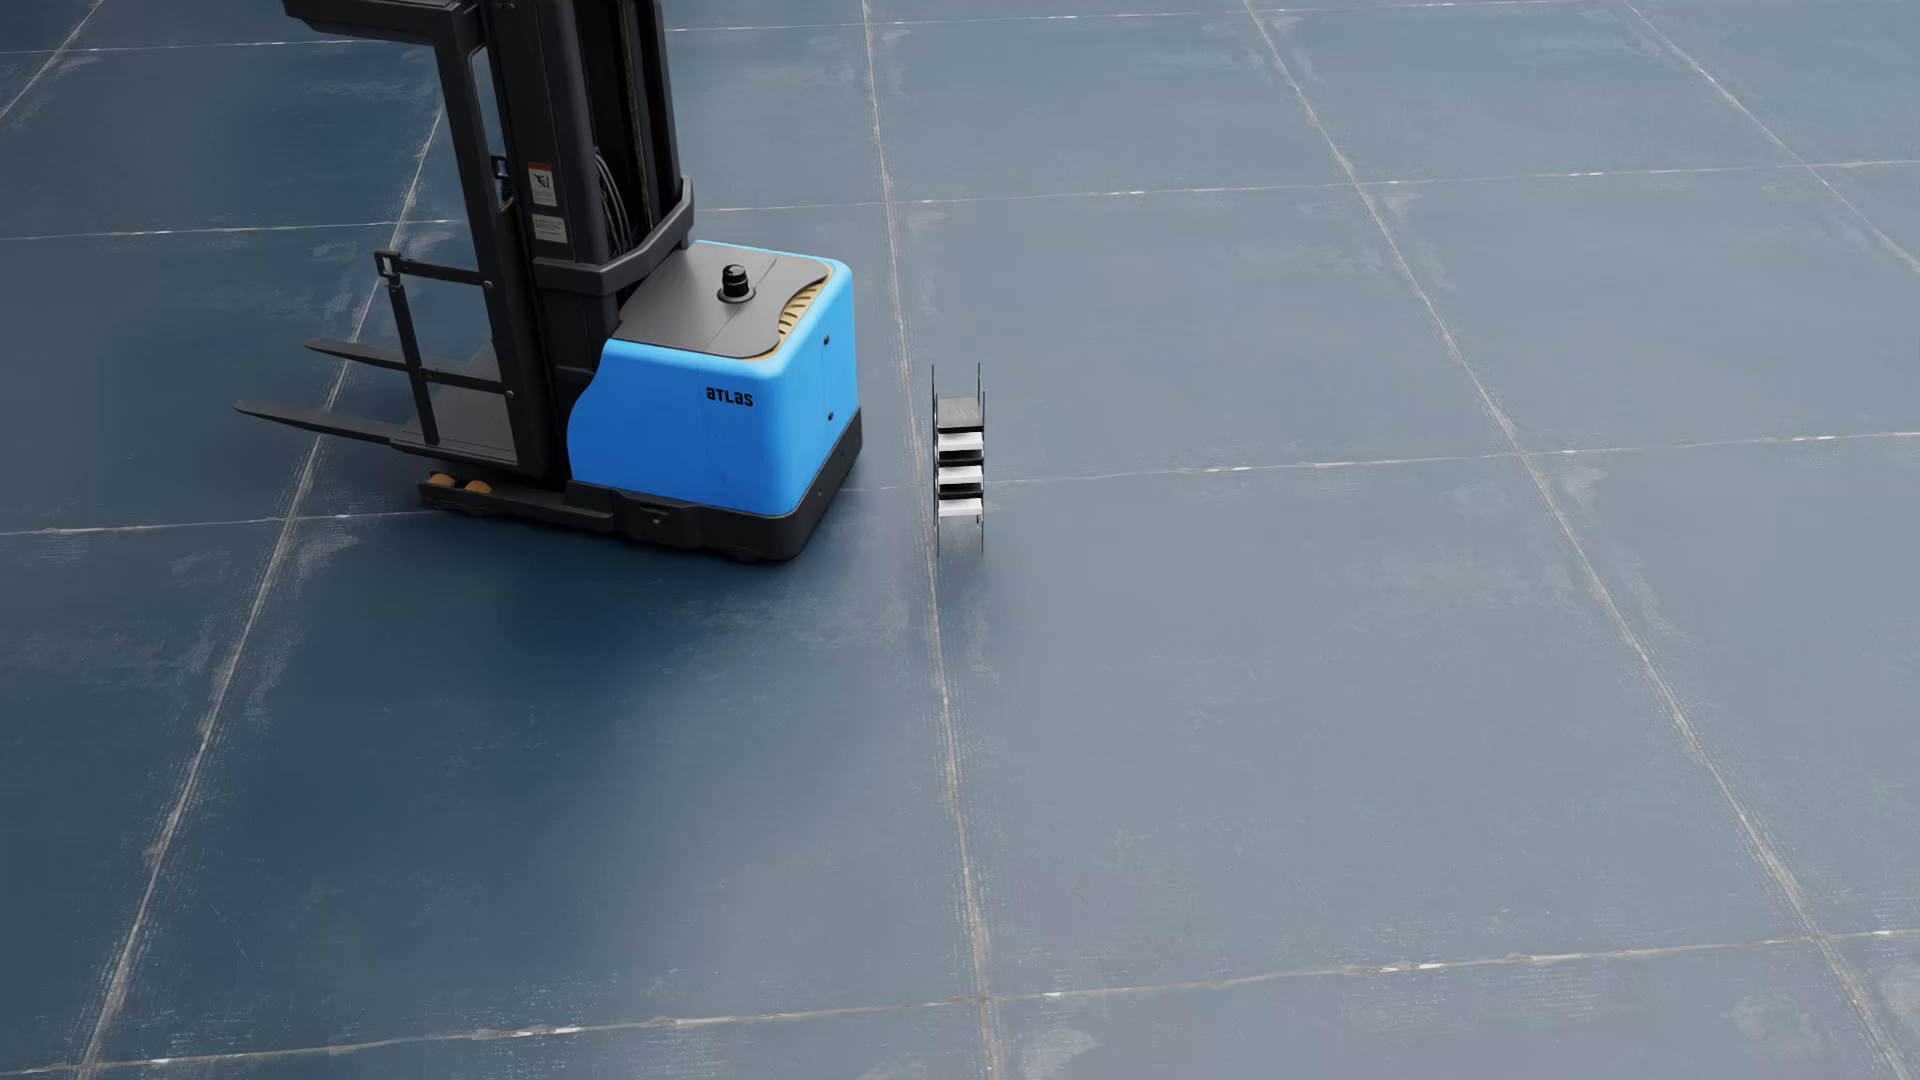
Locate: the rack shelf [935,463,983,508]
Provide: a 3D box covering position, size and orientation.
[{"bbox_3d":[-0.008,-0.256,7.547,0.200,0.077,0.258,-3,38,-4],"label":"rack shelf"}]

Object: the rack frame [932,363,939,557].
[{"bbox_3d":[-0.109,-0.347,7.464,0.006,0.900,0.240,-3,38,-4],"label":"rack frame"}]

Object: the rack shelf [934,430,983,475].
[{"bbox_3d":[-0.008,-0.397,7.436,0.200,0.077,0.258,-3,38,-4],"label":"rack shelf"}]

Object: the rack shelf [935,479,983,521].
[{"bbox_3d":[-0.008,-0.185,7.603,0.200,0.077,0.258,-3,38,-4],"label":"rack shelf"}]

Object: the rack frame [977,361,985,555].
[{"bbox_3d":[0.093,-0.358,7.478,0.006,0.900,0.240,-3,38,-4],"label":"rack frame"}]

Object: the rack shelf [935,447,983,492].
[{"bbox_3d":[-0.008,-0.327,7.491,0.200,0.077,0.258,-3,38,-4],"label":"rack shelf"}]

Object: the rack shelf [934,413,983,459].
[{"bbox_3d":[-0.008,-0.468,7.380,0.200,0.077,0.258,-3,38,-4],"label":"rack shelf"}]

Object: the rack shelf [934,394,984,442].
[{"bbox_3d":[-0.008,-0.539,7.324,0.200,0.077,0.258,-3,38,-4],"label":"rack shelf"}]

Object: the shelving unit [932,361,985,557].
[{"bbox_3d":[-0.008,-0.353,7.471,0.210,0.900,0.258,-3,38,-4],"label":"shelving unit"}]

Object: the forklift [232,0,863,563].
[{"bbox_3d":[-2.058,-1.565,7.368,3.031,2.935,1.130,10,39,13],"label":"forklift"}]
